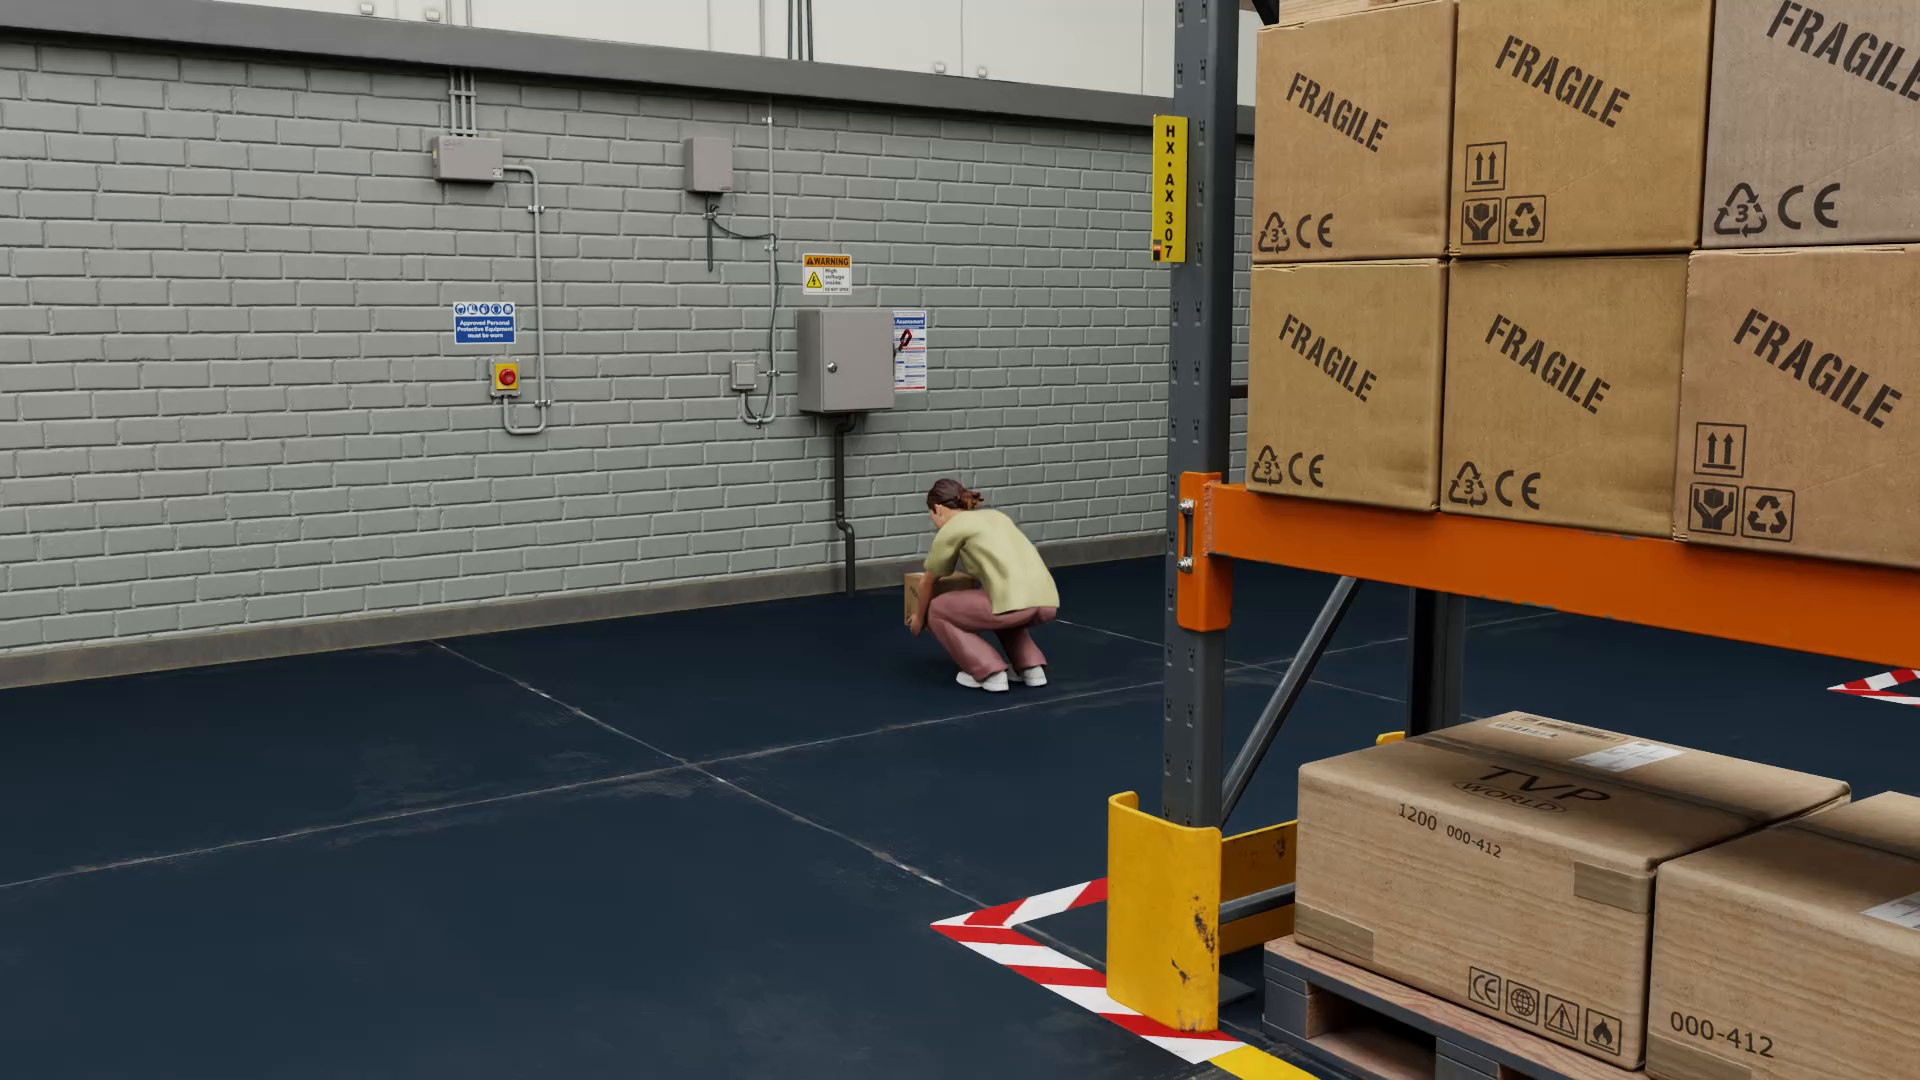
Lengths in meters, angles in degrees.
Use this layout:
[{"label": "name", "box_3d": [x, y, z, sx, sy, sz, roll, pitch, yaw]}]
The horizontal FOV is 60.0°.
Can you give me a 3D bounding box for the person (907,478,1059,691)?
[{"label": "person", "box_3d": [0.103, 0.193, 7.671, 0.490, 0.929, 0.805, -6, 10, -36]}]
